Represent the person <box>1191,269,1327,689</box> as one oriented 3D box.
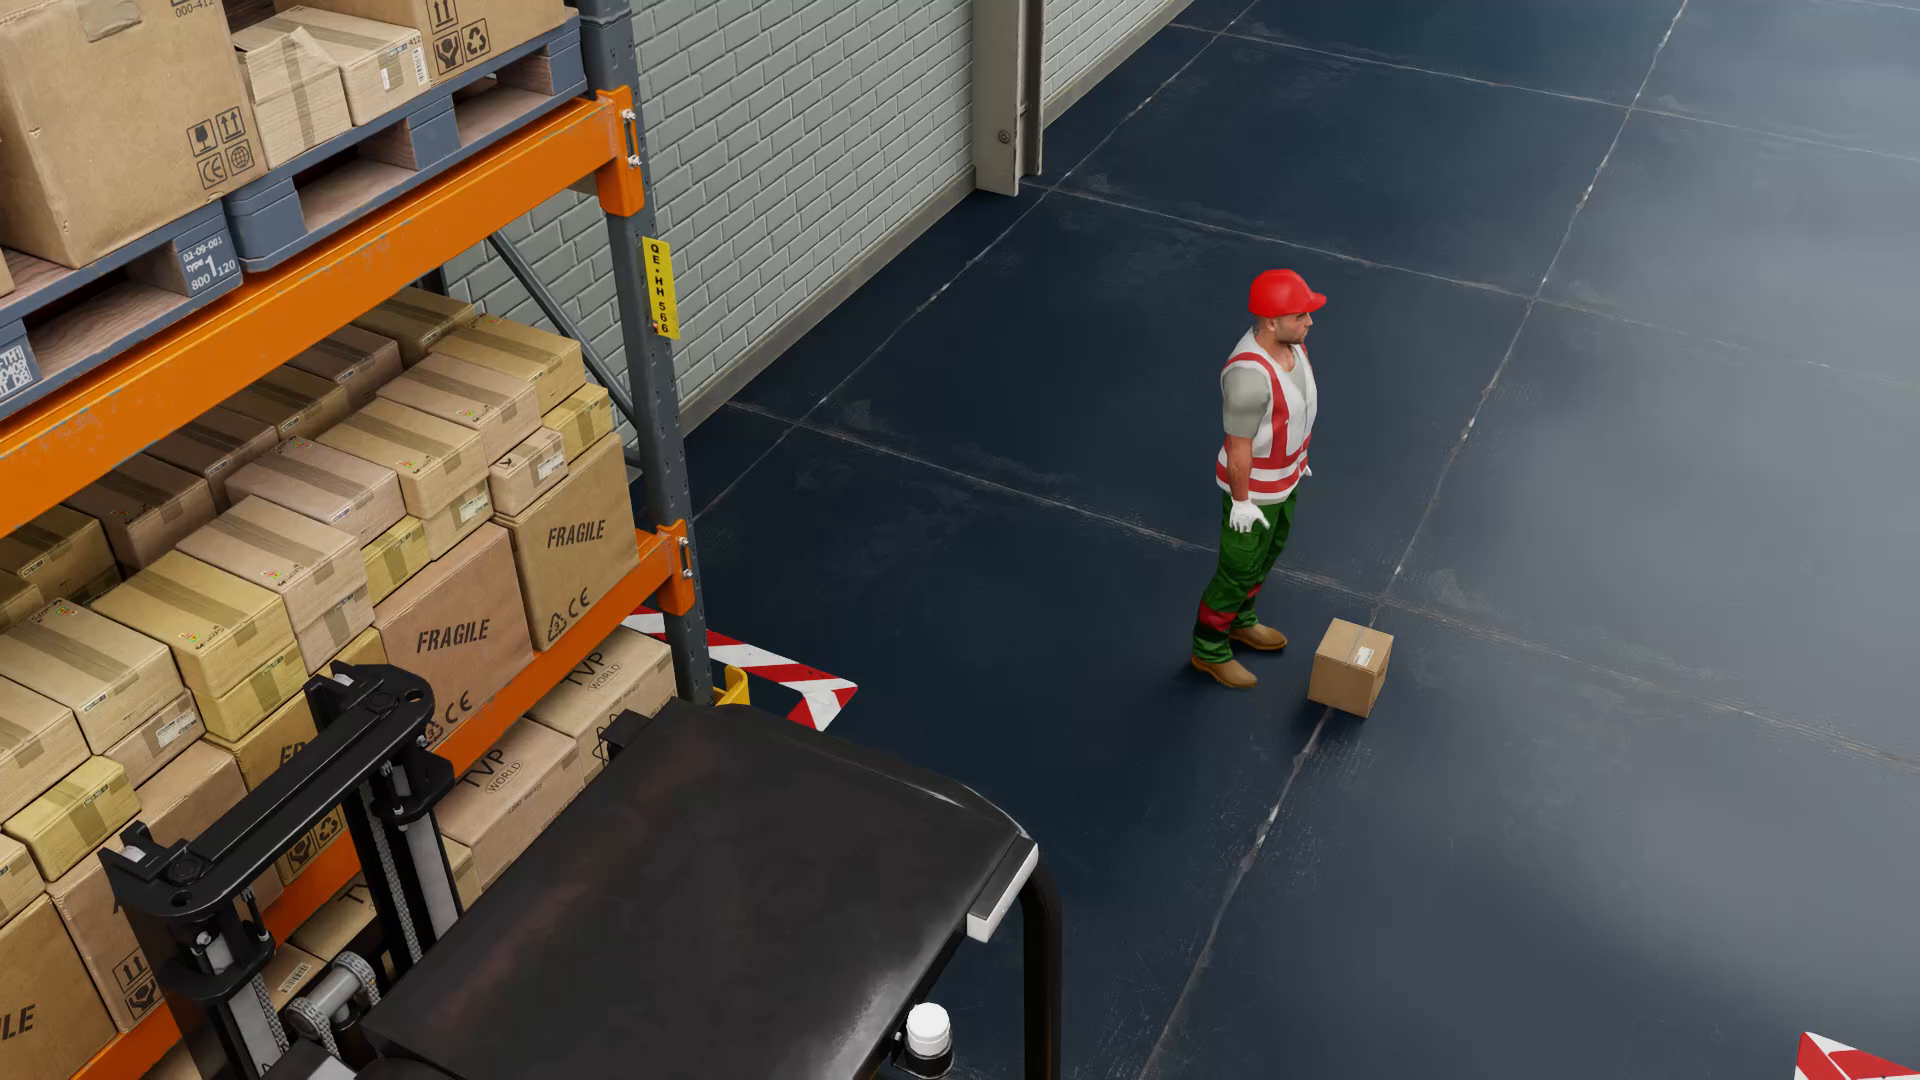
[{"bbox_3d":[1.169,-0.231,6.447,0.342,1.805,0.524,19,41,22],"label":"person"}]
